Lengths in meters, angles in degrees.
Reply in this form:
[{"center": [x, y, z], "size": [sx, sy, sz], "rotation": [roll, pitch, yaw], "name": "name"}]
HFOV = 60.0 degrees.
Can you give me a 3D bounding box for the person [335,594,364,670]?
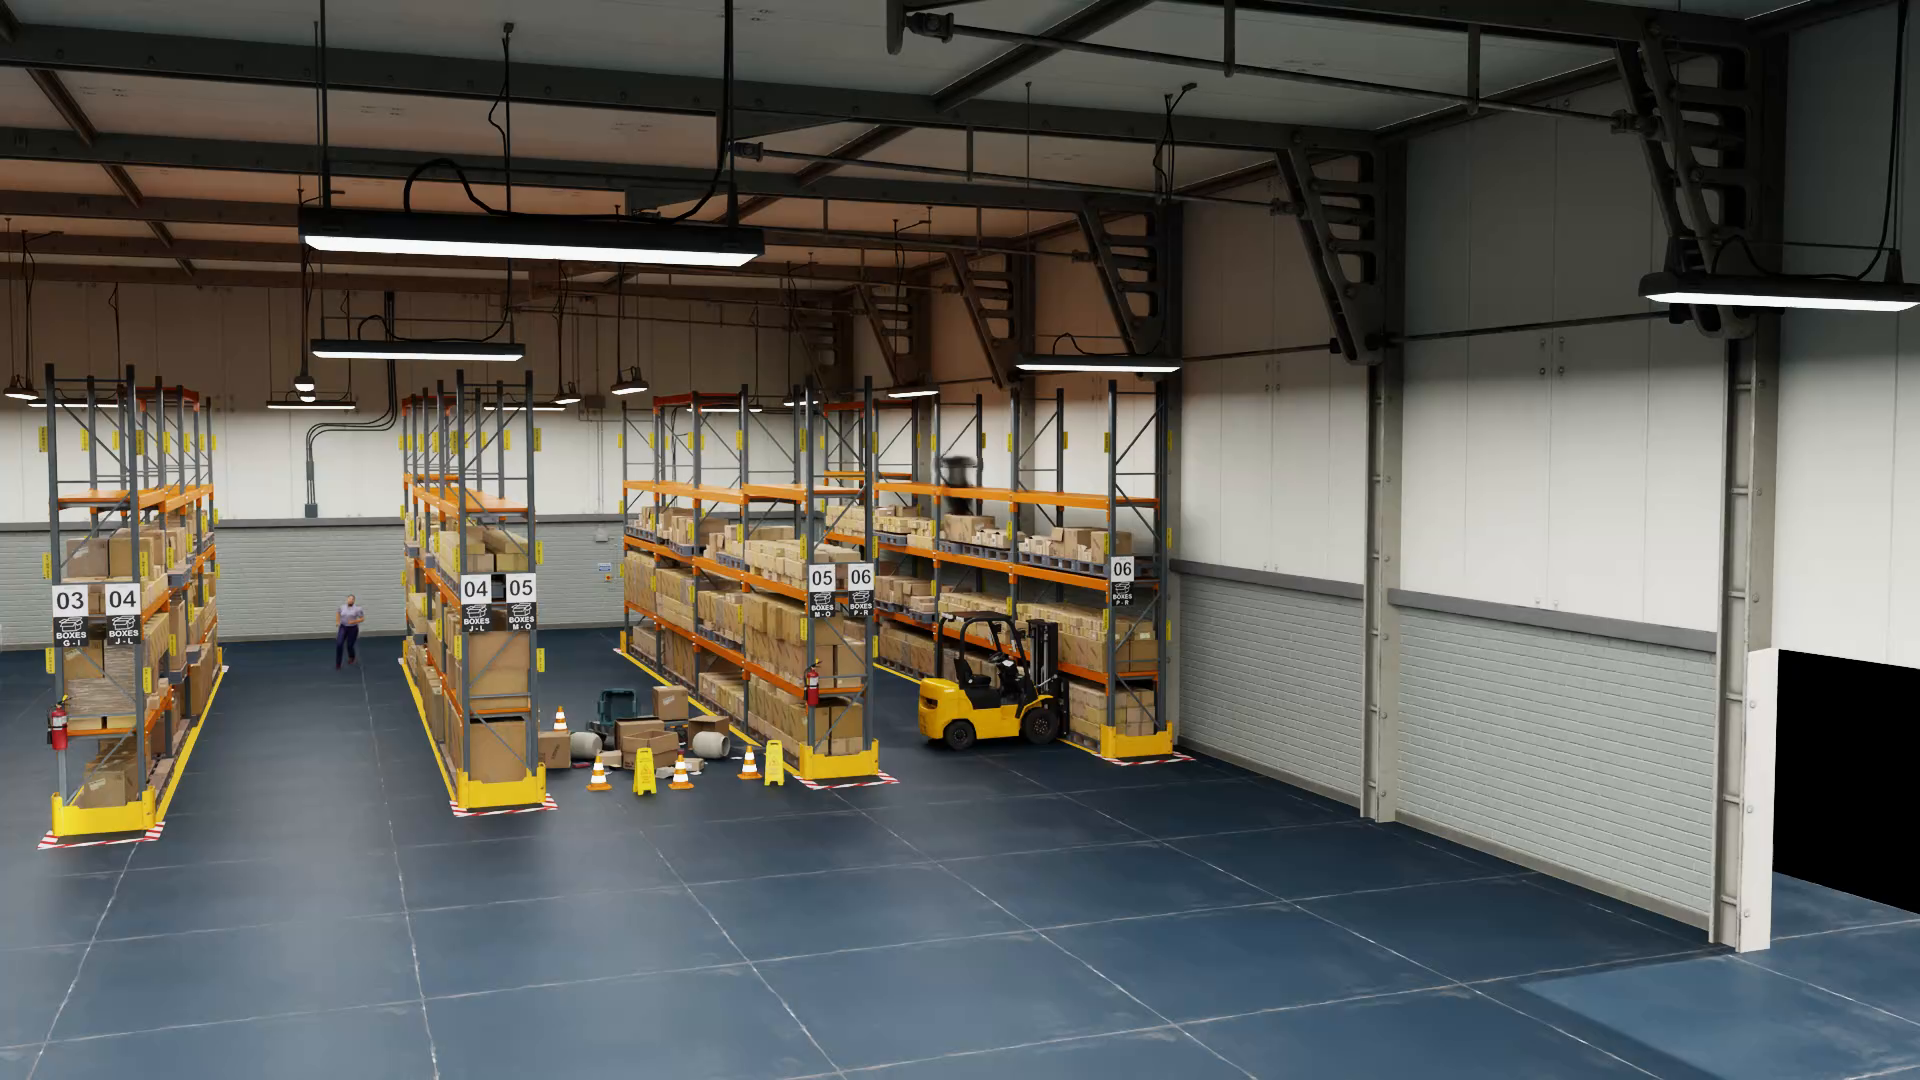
[{"center": [-13.619, 2.046, 37.120], "size": [0.640, 1.675, 0.842], "rotation": [0, 3, -5], "name": "person"}]
